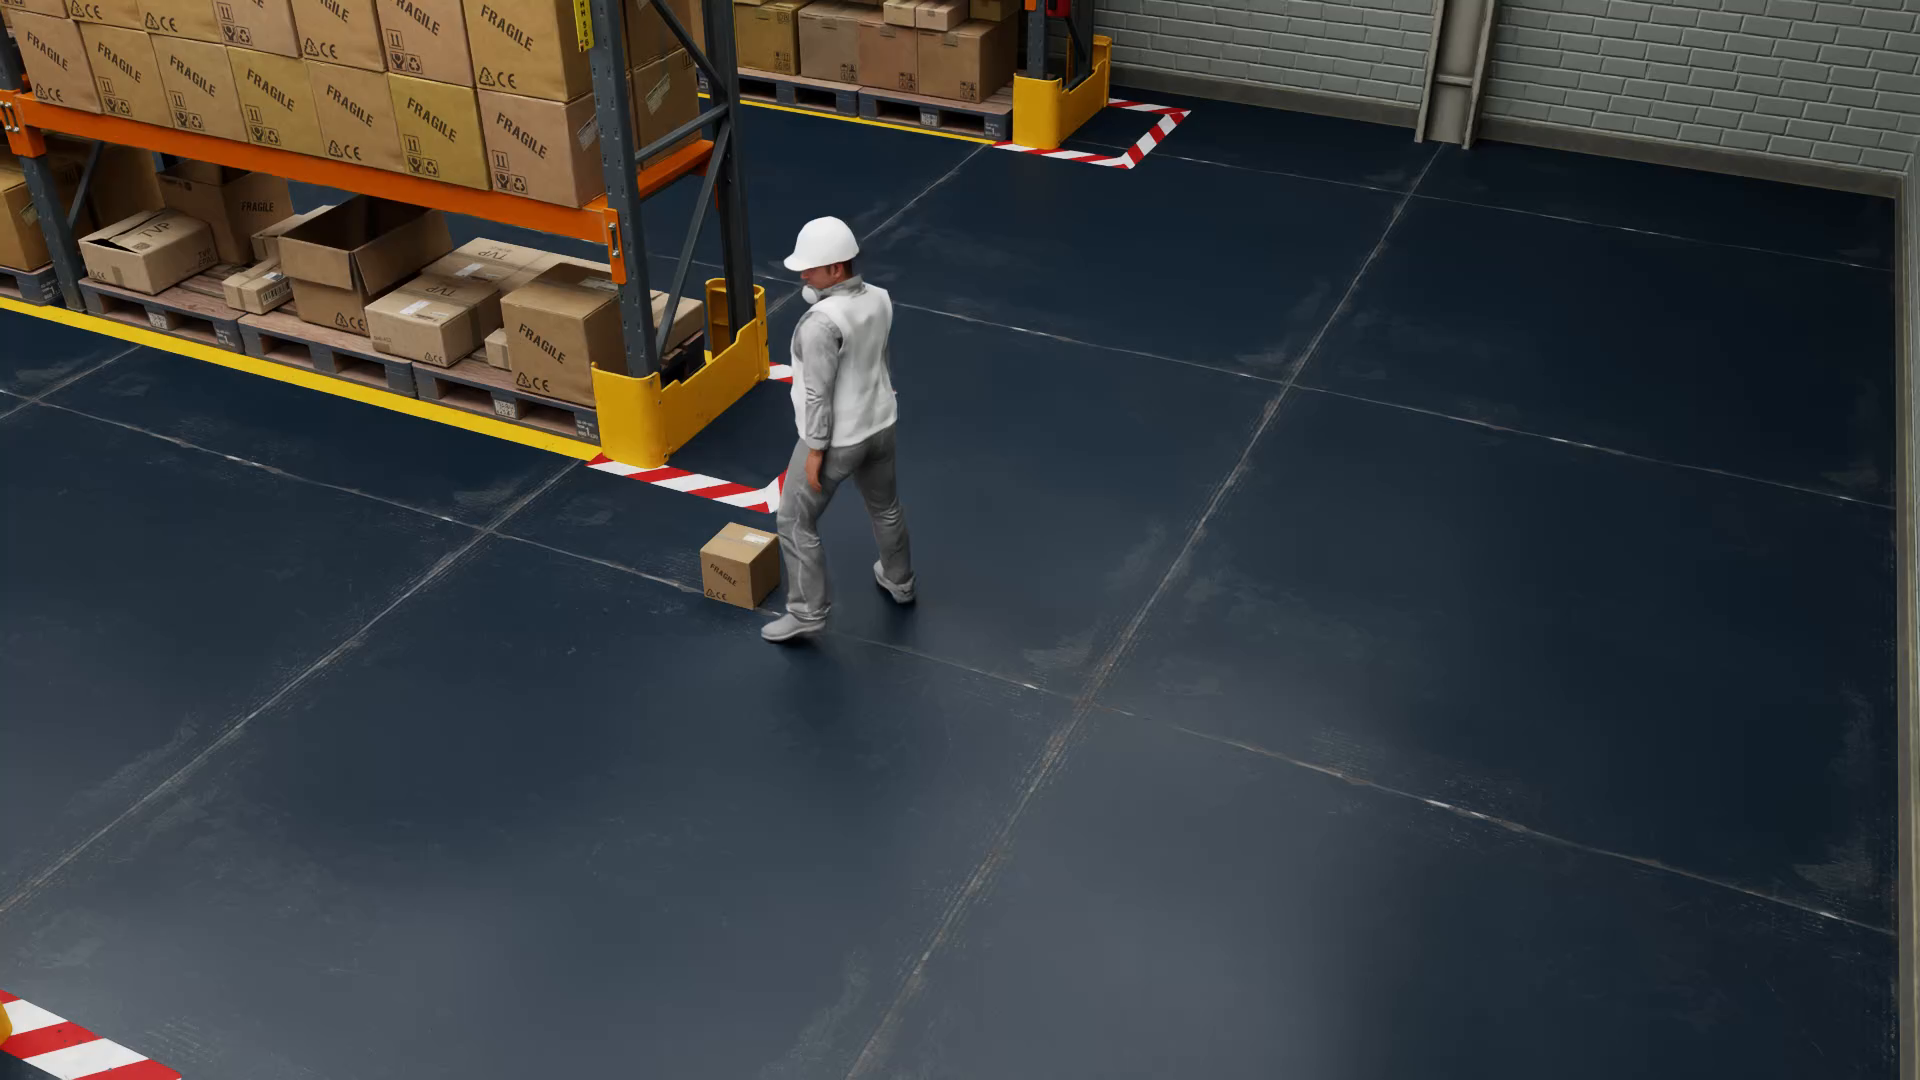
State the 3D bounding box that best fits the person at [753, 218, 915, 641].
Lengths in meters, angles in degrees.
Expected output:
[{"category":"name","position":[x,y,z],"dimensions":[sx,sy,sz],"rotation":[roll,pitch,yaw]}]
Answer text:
[{"category":"person","position":[-0.505,-0.417,6.745],"dimensions":[0.445,1.790,0.729],"rotation":[24,40,31]}]
